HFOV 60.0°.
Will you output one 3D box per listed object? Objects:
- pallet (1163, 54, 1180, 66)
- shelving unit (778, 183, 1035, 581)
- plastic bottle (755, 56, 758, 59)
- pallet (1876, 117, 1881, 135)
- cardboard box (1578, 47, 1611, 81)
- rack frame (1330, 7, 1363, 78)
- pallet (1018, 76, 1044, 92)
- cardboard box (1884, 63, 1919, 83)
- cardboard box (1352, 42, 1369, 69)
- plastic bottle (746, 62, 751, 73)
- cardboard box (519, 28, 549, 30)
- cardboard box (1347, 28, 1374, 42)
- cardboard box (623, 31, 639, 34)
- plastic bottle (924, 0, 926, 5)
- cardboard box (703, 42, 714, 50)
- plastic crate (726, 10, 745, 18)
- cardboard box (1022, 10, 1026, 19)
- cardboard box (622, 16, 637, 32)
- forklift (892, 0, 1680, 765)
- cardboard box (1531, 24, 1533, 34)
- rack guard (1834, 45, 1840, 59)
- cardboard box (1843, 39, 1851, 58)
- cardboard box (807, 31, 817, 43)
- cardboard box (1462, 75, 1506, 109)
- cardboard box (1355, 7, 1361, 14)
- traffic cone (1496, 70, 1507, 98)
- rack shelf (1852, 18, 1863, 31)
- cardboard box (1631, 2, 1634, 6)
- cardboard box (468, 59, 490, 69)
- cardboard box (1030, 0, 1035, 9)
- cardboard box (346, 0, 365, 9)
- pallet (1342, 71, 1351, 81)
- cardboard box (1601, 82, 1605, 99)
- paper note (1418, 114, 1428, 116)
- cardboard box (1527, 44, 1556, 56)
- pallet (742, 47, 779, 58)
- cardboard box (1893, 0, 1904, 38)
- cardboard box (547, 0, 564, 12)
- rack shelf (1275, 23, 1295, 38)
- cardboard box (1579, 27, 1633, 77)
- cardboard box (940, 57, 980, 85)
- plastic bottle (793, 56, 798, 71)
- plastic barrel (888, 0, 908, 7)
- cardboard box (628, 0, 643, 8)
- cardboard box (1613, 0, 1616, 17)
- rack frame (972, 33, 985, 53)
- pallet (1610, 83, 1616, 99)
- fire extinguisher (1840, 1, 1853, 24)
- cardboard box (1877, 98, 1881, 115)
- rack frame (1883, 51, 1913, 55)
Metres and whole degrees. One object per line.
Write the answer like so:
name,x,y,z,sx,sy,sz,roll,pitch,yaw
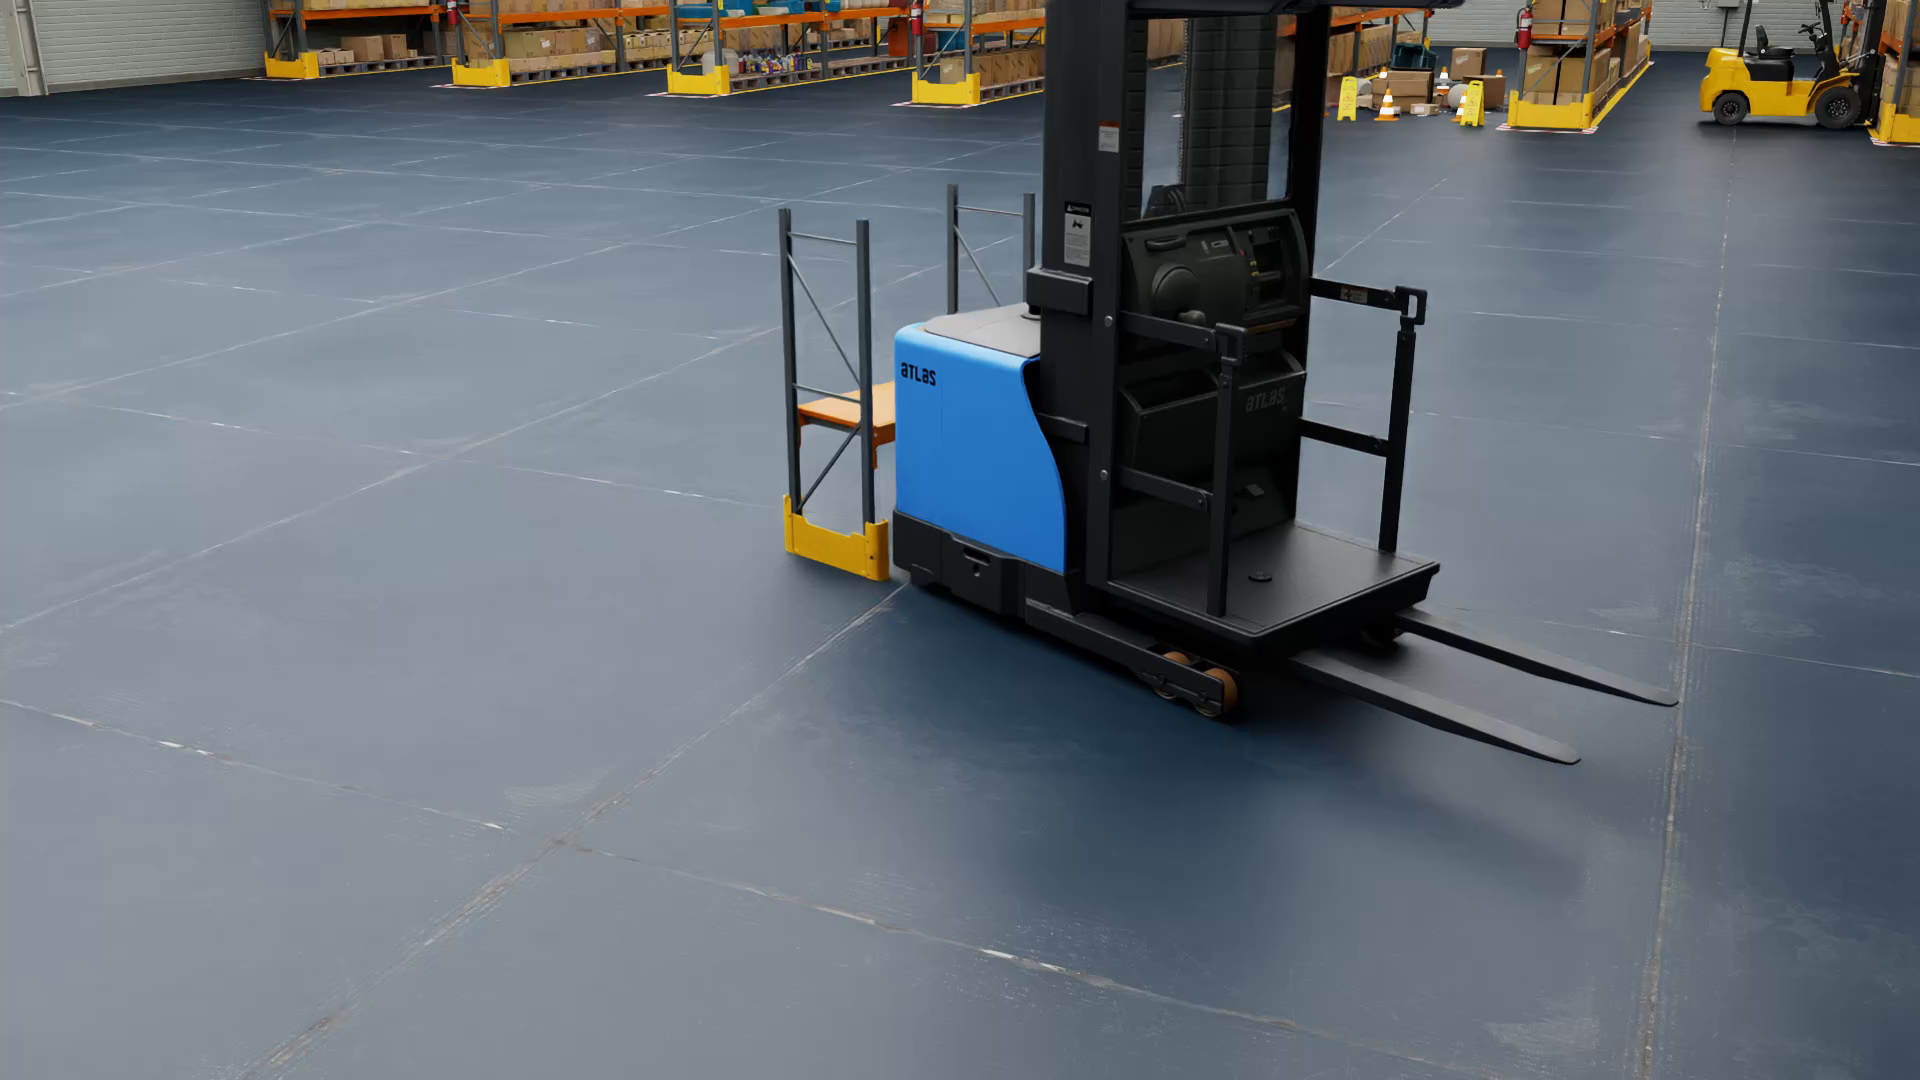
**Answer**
pallet,4.393,-11.043,38.205,1.003,0.211,1.213,9,21,23
shelving unit,-0.201,-0.731,7.284,0.587,1.500,1.083,17,26,40
plastic bottle,-4.046,-9.472,33.024,0.061,0.283,0.133,10,22,25
pallet,13.572,-5.821,23.521,1.003,0.211,1.213,9,21,23
cardboard box,10.408,-7.836,27.383,0.500,0.500,0.500,8,21,22
rack frame,7.486,-10.669,32.991,1.000,3.000,0.127,9,21,23
pallet,1.122,-8.633,31.430,1.003,0.211,1.213,9,21,23
cardboard box,13.405,-6.609,23.560,0.500,0.250,0.500,9,21,24
cardboard box,8.008,-9.870,33.849,0.500,0.500,0.500,8,21,20
plastic bottle,-4.134,-9.229,32.462,0.097,0.201,0.097,0,20,0
cardboard box,-8.760,-10.216,34.076,0.500,0.500,0.500,9,21,23
cardboard box,8.197,-10.375,34.149,0.500,0.250,0.500,8,21,22
cardboard box,-7.354,-11.160,37.012,0.500,0.311,0.500,8,21,23
plastic bottle,-0.855,-12.231,37.569,0.152,0.276,0.135,9,21,23
cardboard box,-6.027,-11.449,38.661,0.500,0.250,0.500,9,22,24
plastic crate,-4.132,-9.719,30.715,0.298,0.136,0.250,9,21,23
cardboard box,0.987,-9.558,30.242,0.380,0.149,0.250,9,21,23
cardboard box,-9.064,-13.610,43.844,0.750,0.750,0.750,9,21,23
forklift,1.068,-0.961,5.796,1.130,2.935,3.031,-16,25,-38
cardboard box,8.728,-7.693,24.998,0.380,0.149,0.250,8,21,22
rack guard,19.818,-10.585,36.487,1.175,0.500,0.348,9,21,23
cardboard box,18.819,-10.228,34.857,0.500,0.500,0.500,9,21,24
cardboard box,-4.027,-13.002,42.910,0.500,0.311,0.500,9,21,23
cardboard box,8.725,-7.480,27.752,0.500,0.500,0.500,-9,22,-24
cardboard box,7.547,-10.541,32.484,0.500,0.500,0.500,9,21,23
traffic cone,9.636,-8.174,29.761,0.336,0.463,0.334,9,21,23
rack shelf,17.392,-9.613,31.096,1.077,0.370,4.000,9,21,23
cardboard box,12.473,-10.065,31.517,0.500,0.250,0.500,8,21,22
cardboard box,-9.360,-9.402,32.906,0.500,0.250,0.500,9,21,23
cardboard box,0.887,-10.068,30.708,0.875,0.500,0.500,9,21,23
cardboard box,-12.927,-11.334,35.055,0.500,0.250,0.500,8,21,22
pallet,7.094,-9.124,32.810,1.003,0.211,1.213,9,21,23
cardboard box,10.200,-7.318,27.047,0.500,0.250,0.500,8,21,21
paper note,7.338,-6.738,26.370,0.148,0.019,0.142,1,20,4
cardboard box,8.947,-7.538,25.578,0.380,0.149,0.250,9,22,24
pallet,-5.193,-12.021,40.957,1.003,0.211,1.213,9,21,23
cardboard box,13.690,-7.443,23.770,0.500,0.500,0.500,8,21,22
cardboard box,-8.475,-10.957,33.652,0.700,0.500,0.500,9,22,24
rack shelf,5.029,-8.496,27.954,1.077,0.370,4.000,9,21,23
cardboard box,12.402,-9.417,32.016,0.875,0.875,0.875,8,21,22
cardboard box,-0.003,-8.143,28.994,0.500,0.500,0.500,13,23,33
plastic bottle,-3.262,-9.414,32.860,0.061,0.283,0.133,10,22,26
plastic barrel,-1.430,-11.940,36.364,0.600,0.536,0.708,9,21,23
cardboard box,-7.122,-11.642,36.104,0.380,0.149,0.250,9,21,23
cardboard box,10.450,-8.815,27.186,0.500,0.500,0.500,8,21,21
rack frame,0.122,-13.283,40.341,1.000,3.000,0.127,9,21,23
pallet,11.221,-8.096,29.920,1.003,0.211,1.213,9,21,23
fire extinguisher,19.488,-11.682,36.513,0.296,0.674,0.183,9,21,23
cardboard box,13.627,-6.287,24.146,0.500,0.250,0.500,9,21,23
rack frame,14.935,-8.118,25.818,1.000,3.000,0.127,9,21,23
